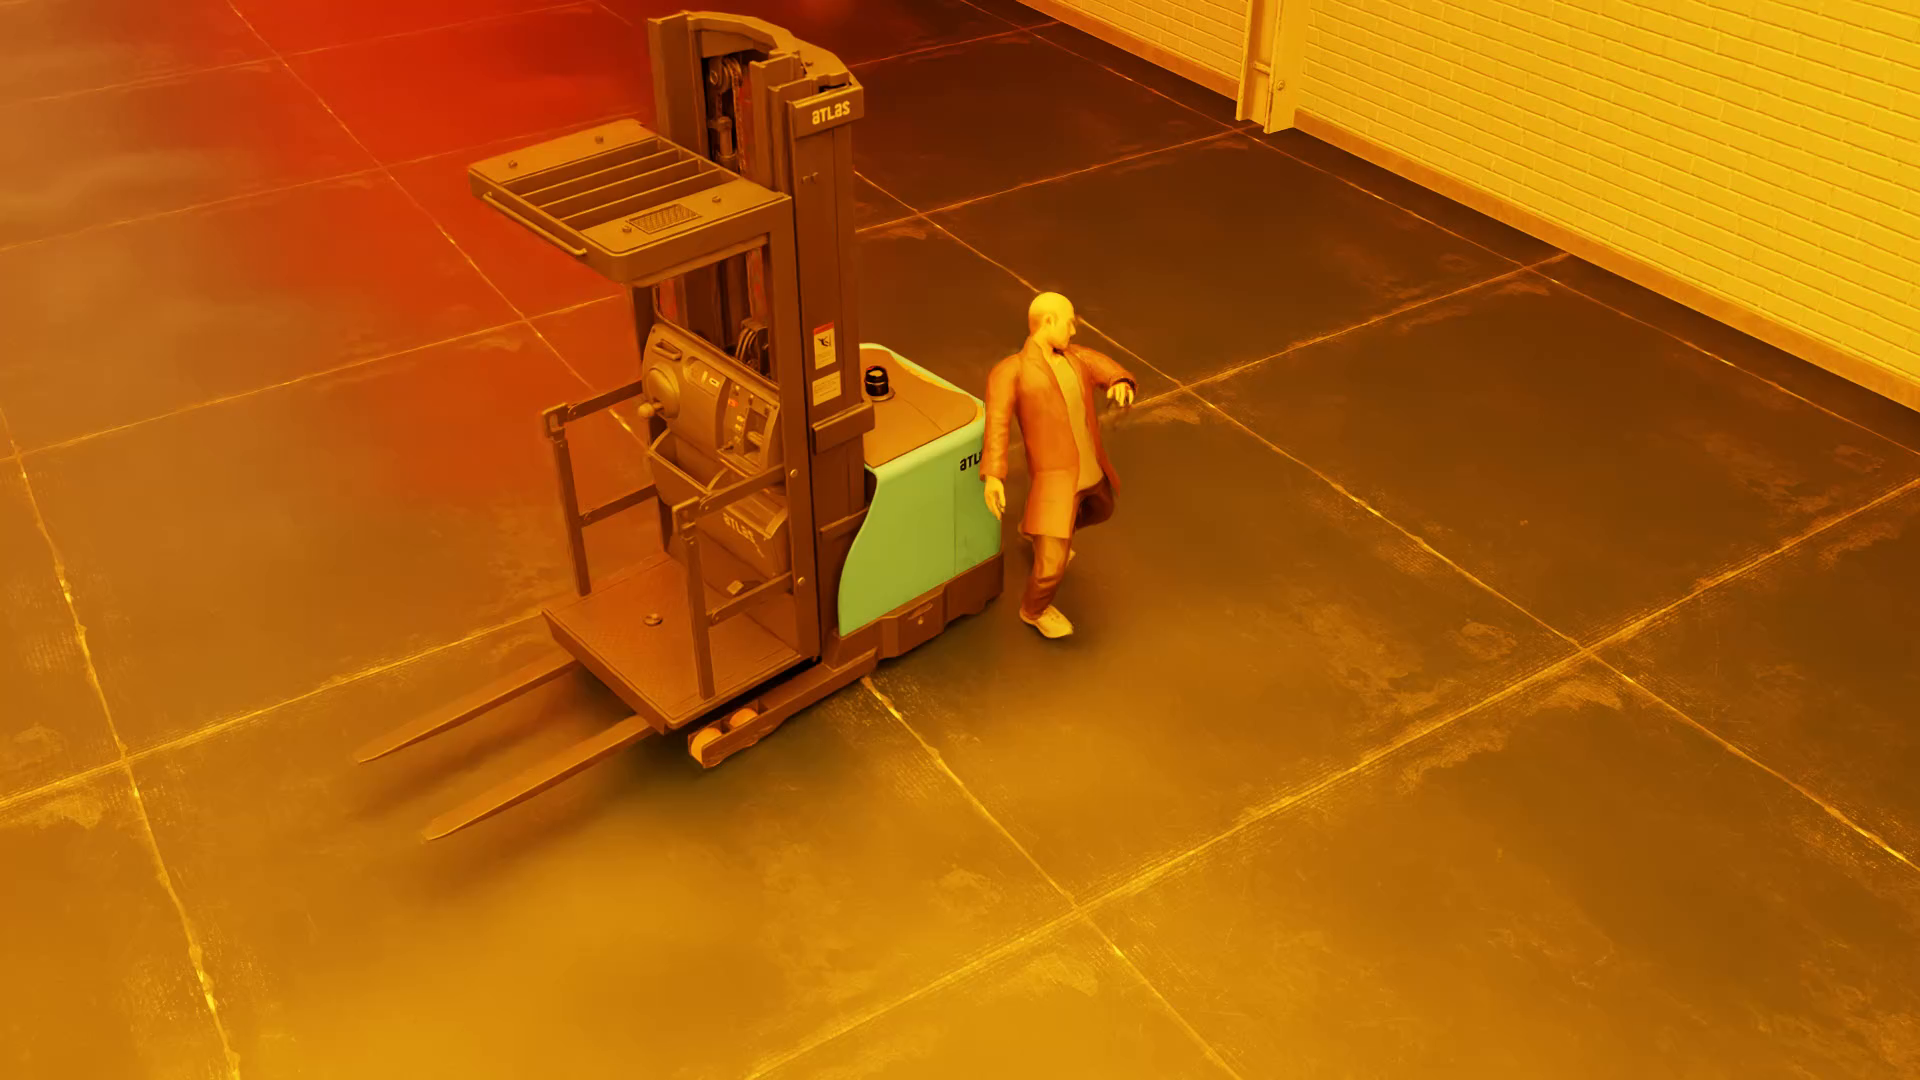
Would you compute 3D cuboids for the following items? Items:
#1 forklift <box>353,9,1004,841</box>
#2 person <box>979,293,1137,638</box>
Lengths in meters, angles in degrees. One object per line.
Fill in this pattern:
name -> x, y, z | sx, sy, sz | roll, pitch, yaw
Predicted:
forklift -> -1.216, -0.548, 6.927 | 3.031, 2.935, 1.130 | -27, 43, -33
person -> 0.395, -0.274, 7.706 | 0.880, 1.539, 0.978 | 25, 42, 31
